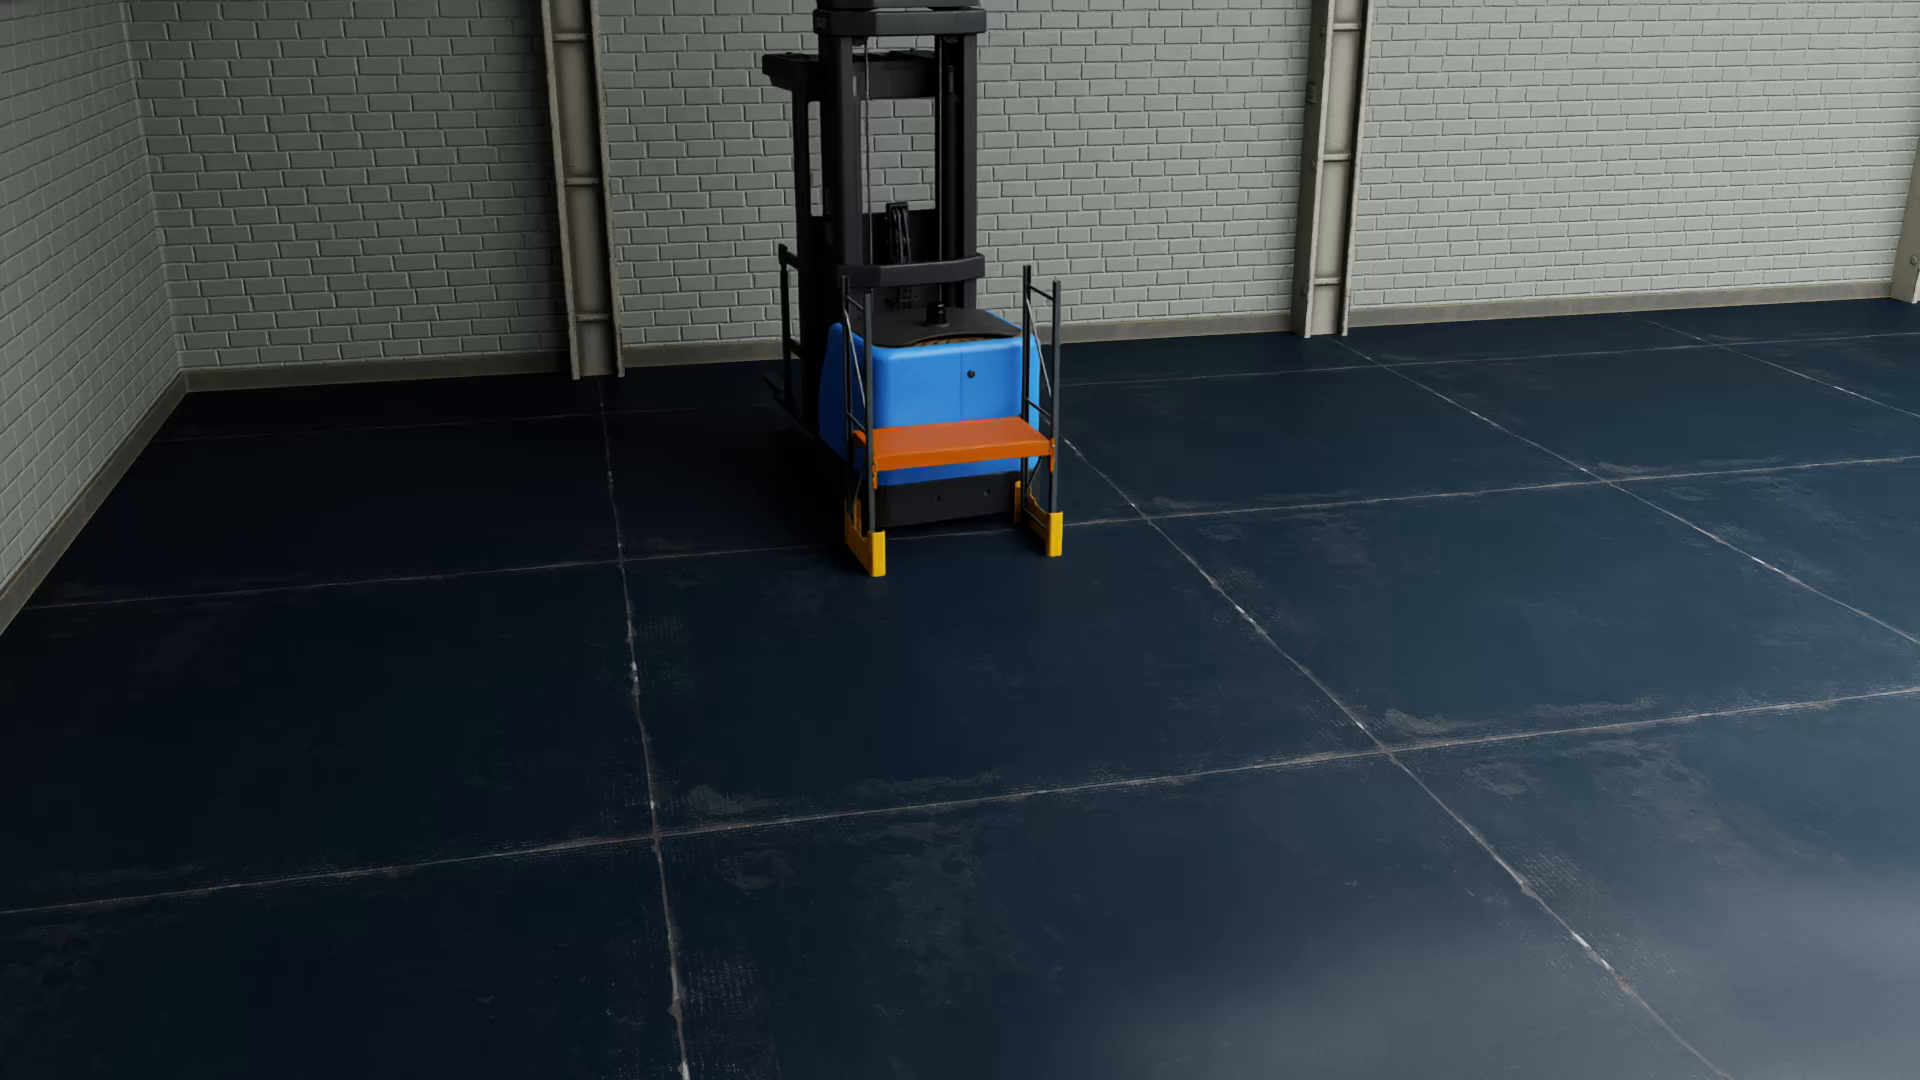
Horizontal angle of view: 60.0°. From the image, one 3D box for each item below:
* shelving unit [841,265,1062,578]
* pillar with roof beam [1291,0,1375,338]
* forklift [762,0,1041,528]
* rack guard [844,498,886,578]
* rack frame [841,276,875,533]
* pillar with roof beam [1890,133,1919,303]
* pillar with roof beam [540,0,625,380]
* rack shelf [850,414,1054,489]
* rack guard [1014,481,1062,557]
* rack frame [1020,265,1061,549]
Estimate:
[{"bbox_3d":[-0.042,-0.657,8.926,1.083,1.500,0.587,-6,21,-17],"label":"shelving unit"},{"bbox_3d":[4.034,-4.547,8.643,0.400,9.000,9.100,-5,21,-12],"label":"pillar with roof beam"},{"bbox_3d":[-0.547,-1.917,10.287,1.130,2.935,3.031,-8,22,-20],"label":"forklift"},{"bbox_3d":[-0.517,-0.018,8.999,0.087,0.250,0.587,-6,21,-17],"label":"rack guard"},{"bbox_3d":[-0.535,-0.603,8.779,0.032,1.500,0.500,-6,21,-17],"label":"rack frame"},{"bbox_3d":[9.873,-5.021,9.940,0.400,9.000,9.100,-5,21,-12],"label":"pillar with roof beam"},{"bbox_3d":[-1.805,-4.072,7.347,0.400,9.000,9.100,-5,21,-12],"label":"pillar with roof beam"},{"bbox_3d":[-0.051,-0.487,8.986,1.000,0.185,0.538,-6,21,-17],"label":"rack shelf"},{"bbox_3d":[0.432,-0.122,9.283,0.087,0.250,0.587,-6,21,-17],"label":"rack guard"},{"bbox_3d":[0.434,-0.709,9.069,0.032,1.500,0.500,-6,21,-17],"label":"rack frame"}]
